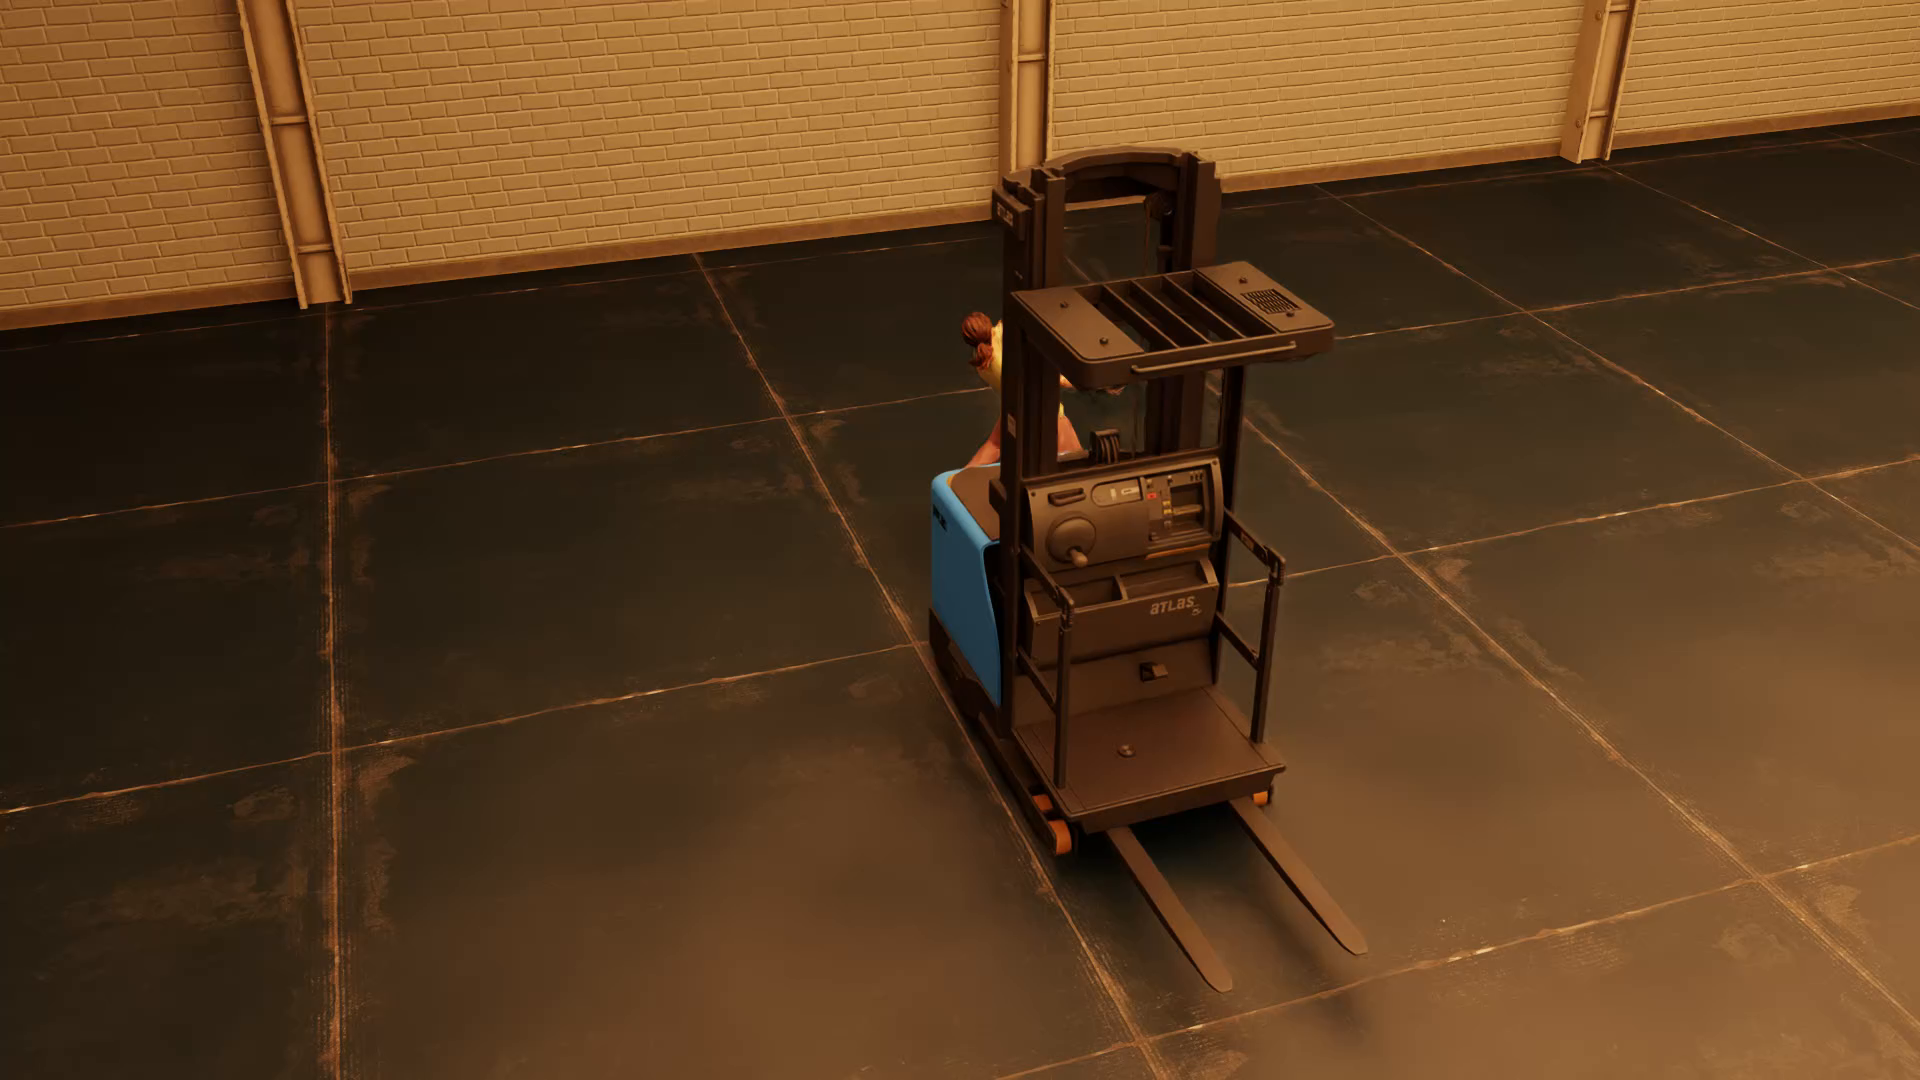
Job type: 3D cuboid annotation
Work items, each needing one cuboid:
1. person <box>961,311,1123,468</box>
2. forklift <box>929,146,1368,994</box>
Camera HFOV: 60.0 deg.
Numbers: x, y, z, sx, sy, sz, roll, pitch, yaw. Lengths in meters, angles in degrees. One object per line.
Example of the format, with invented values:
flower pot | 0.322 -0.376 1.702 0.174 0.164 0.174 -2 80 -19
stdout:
person | 0.462 -0.678 9.716 1.008 1.461 0.682 24 37 35
forklift | 0.815 -0.072 7.212 1.130 2.935 3.031 -10 31 -17
